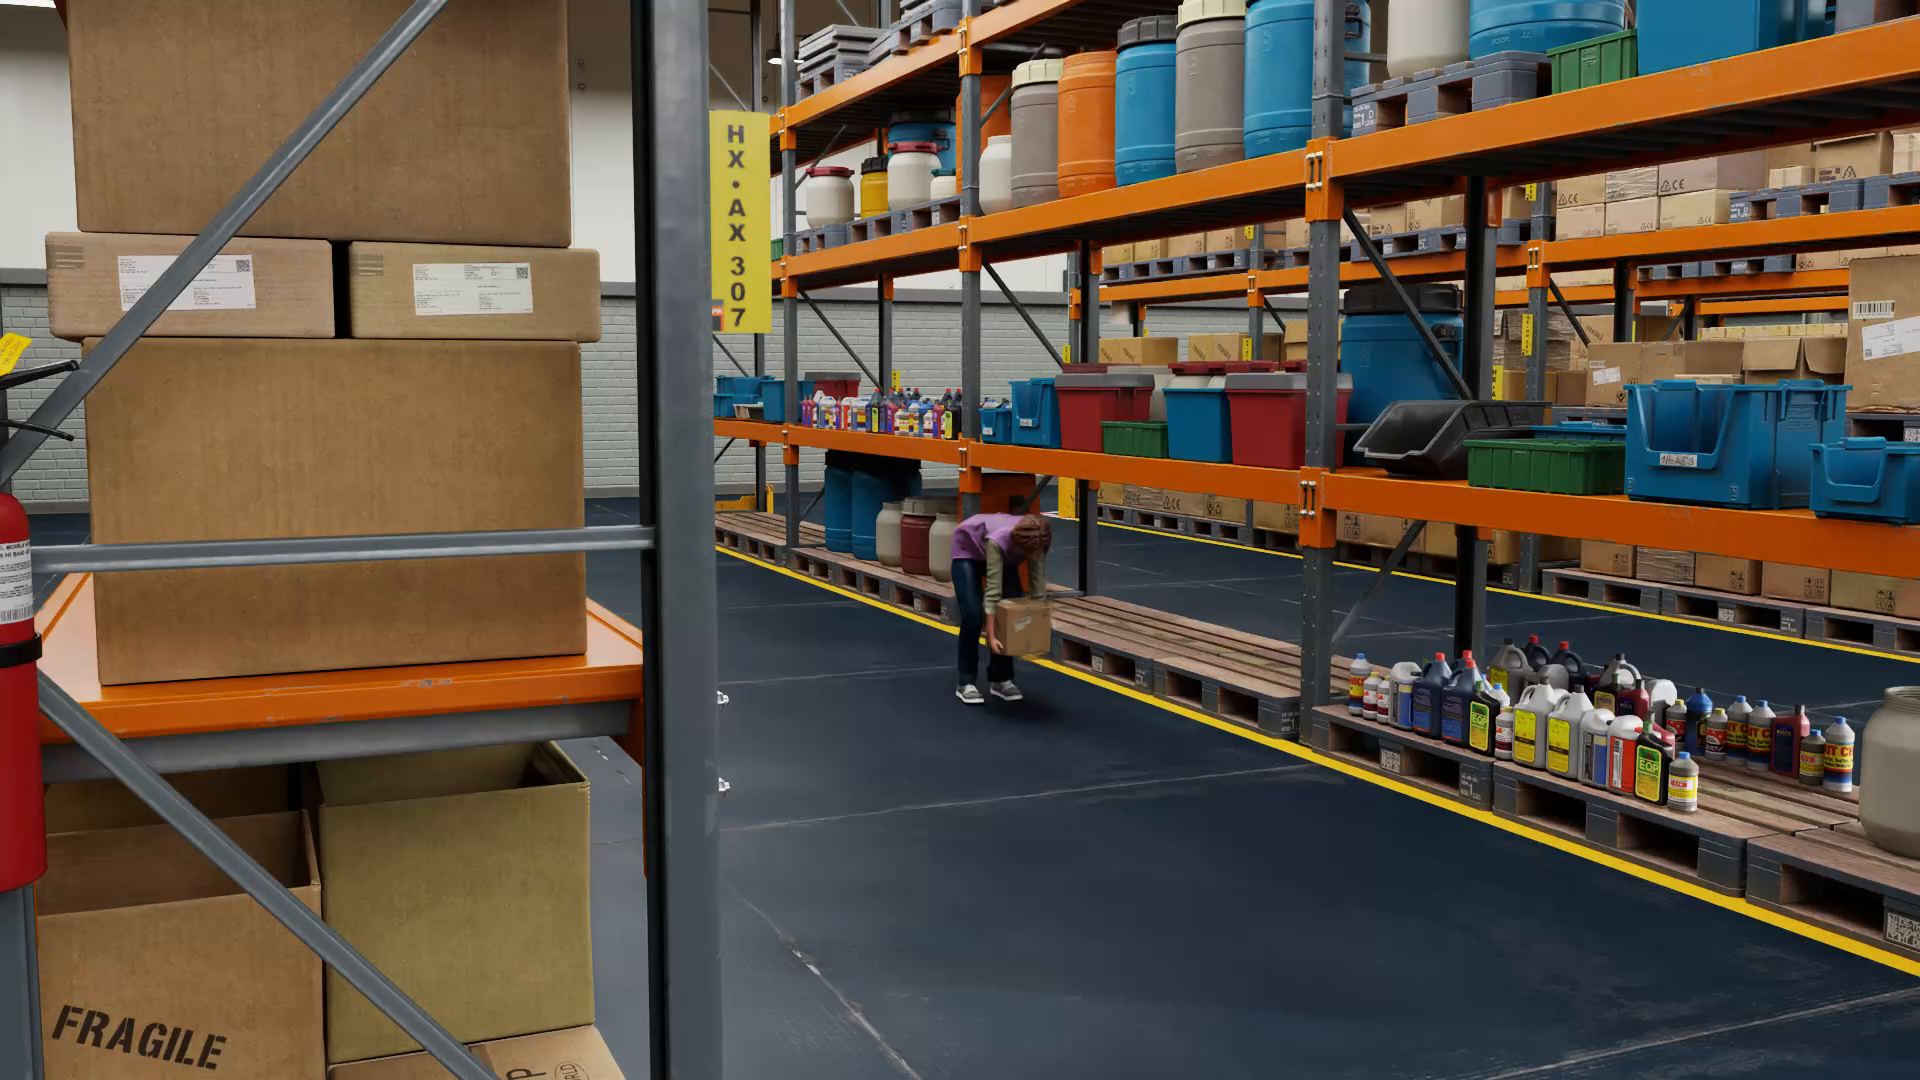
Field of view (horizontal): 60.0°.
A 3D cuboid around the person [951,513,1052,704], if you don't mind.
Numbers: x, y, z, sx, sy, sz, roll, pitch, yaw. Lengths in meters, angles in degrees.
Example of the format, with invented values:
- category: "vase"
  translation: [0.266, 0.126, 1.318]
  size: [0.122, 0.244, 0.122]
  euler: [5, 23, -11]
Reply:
- category: "person"
  translation: [0.237, 0.376, 8.798]
  size: [0.390, 1.029, 0.864]
  euler: [-3, 6, -26]
